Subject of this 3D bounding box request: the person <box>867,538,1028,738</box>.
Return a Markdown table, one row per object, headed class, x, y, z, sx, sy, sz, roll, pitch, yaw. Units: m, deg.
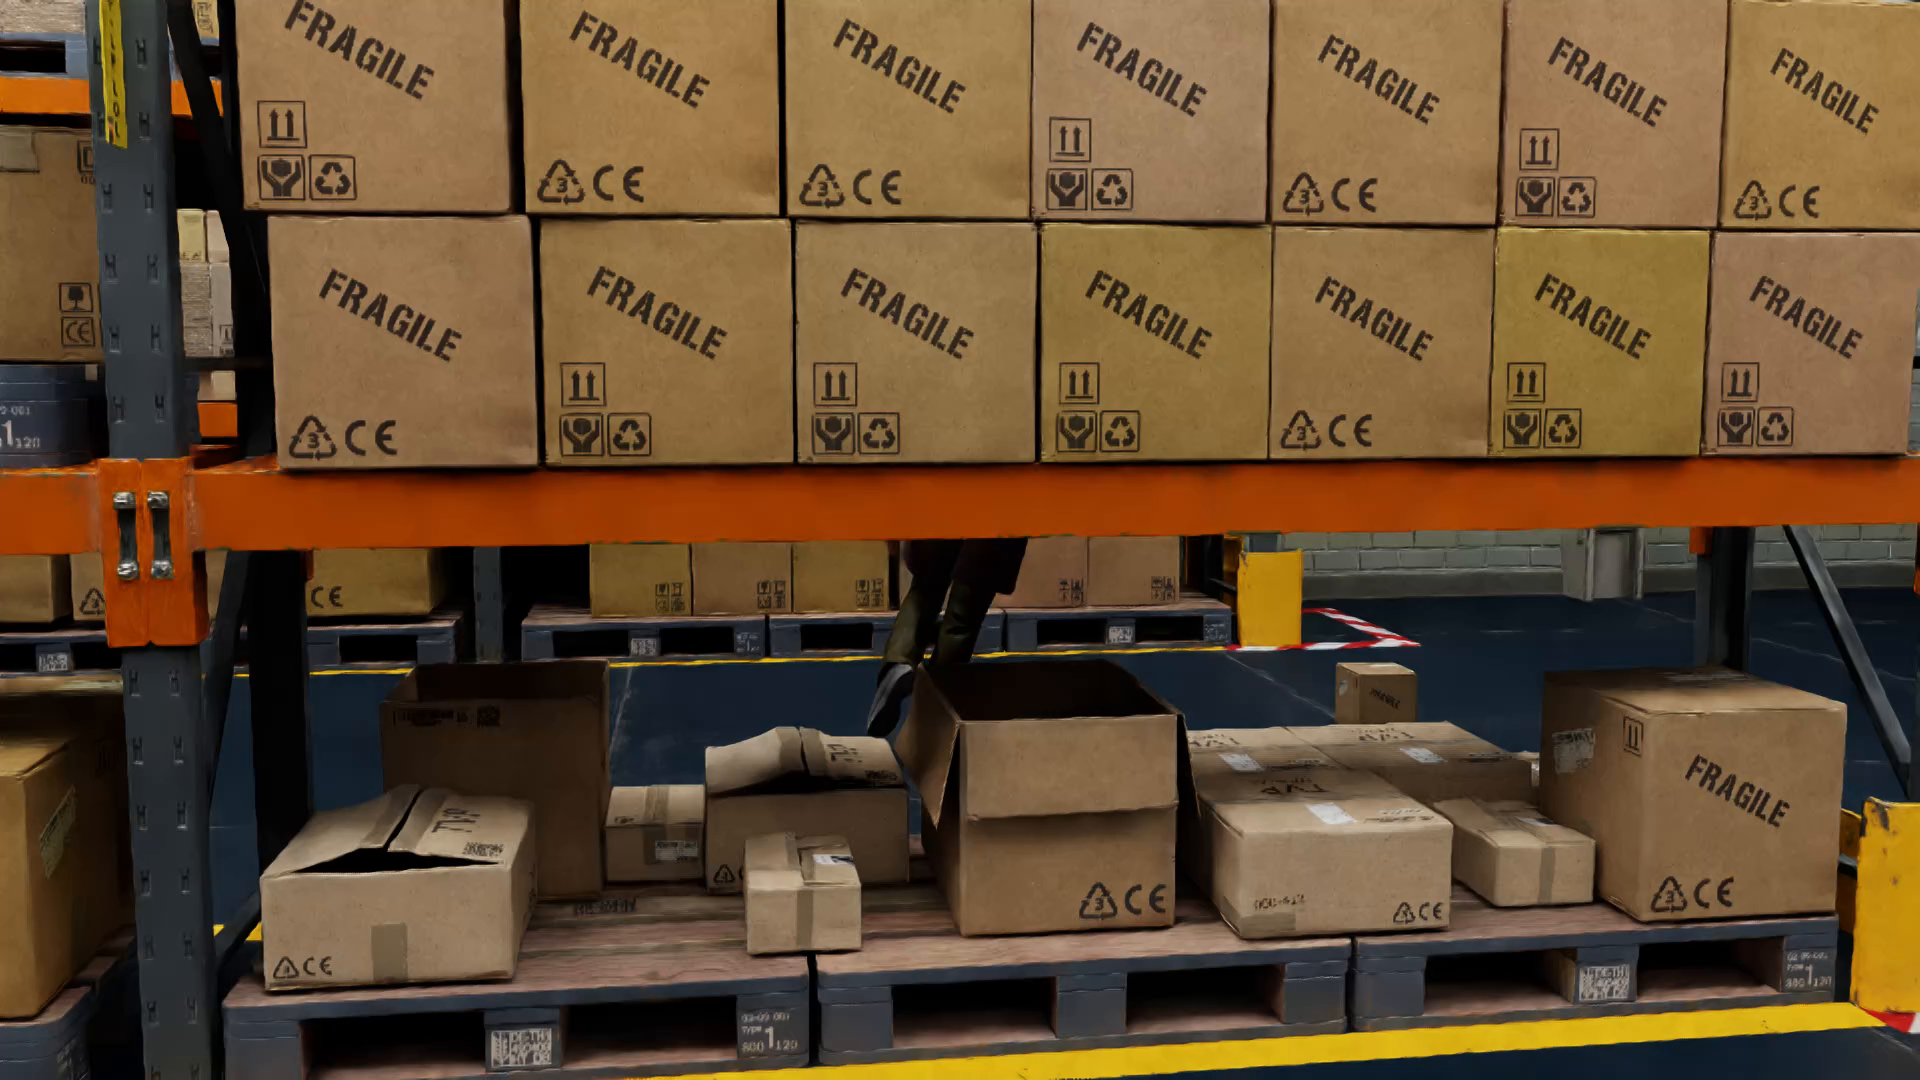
| class | x | y | z | sx | sy | sz | roll | pitch | yaw |
| --- | --- | --- | --- | --- | --- | --- | --- | --- | --- |
| person | 0.027 | -0.058 | 6.299 | 0.717 | 1.737 | 0.556 | 2 | 7 | 14 |
